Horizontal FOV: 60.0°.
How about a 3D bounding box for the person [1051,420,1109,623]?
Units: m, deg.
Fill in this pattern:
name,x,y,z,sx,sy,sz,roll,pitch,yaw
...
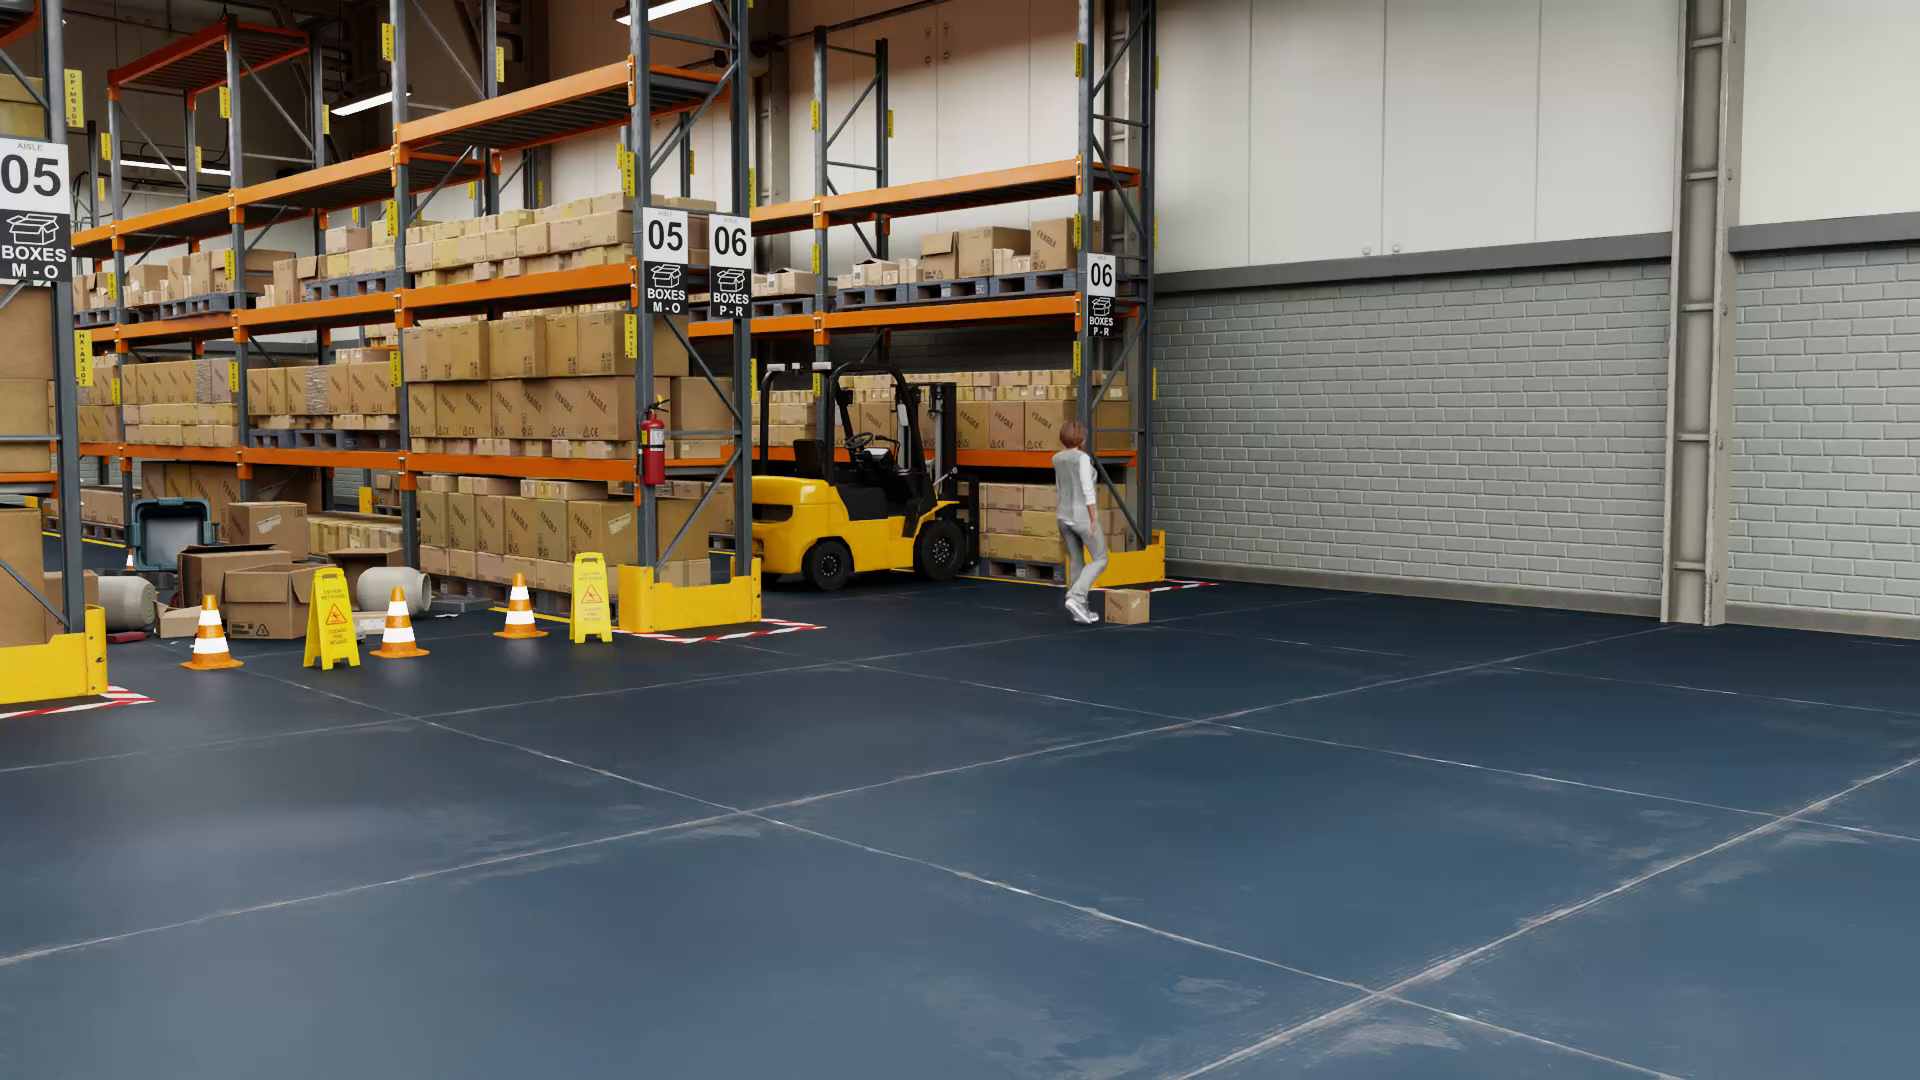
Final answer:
name,x,y,z,sx,sy,sz,roll,pitch,yaw
person,0.940,-0.135,12.944,0.536,1.583,0.435,-4,6,-41
